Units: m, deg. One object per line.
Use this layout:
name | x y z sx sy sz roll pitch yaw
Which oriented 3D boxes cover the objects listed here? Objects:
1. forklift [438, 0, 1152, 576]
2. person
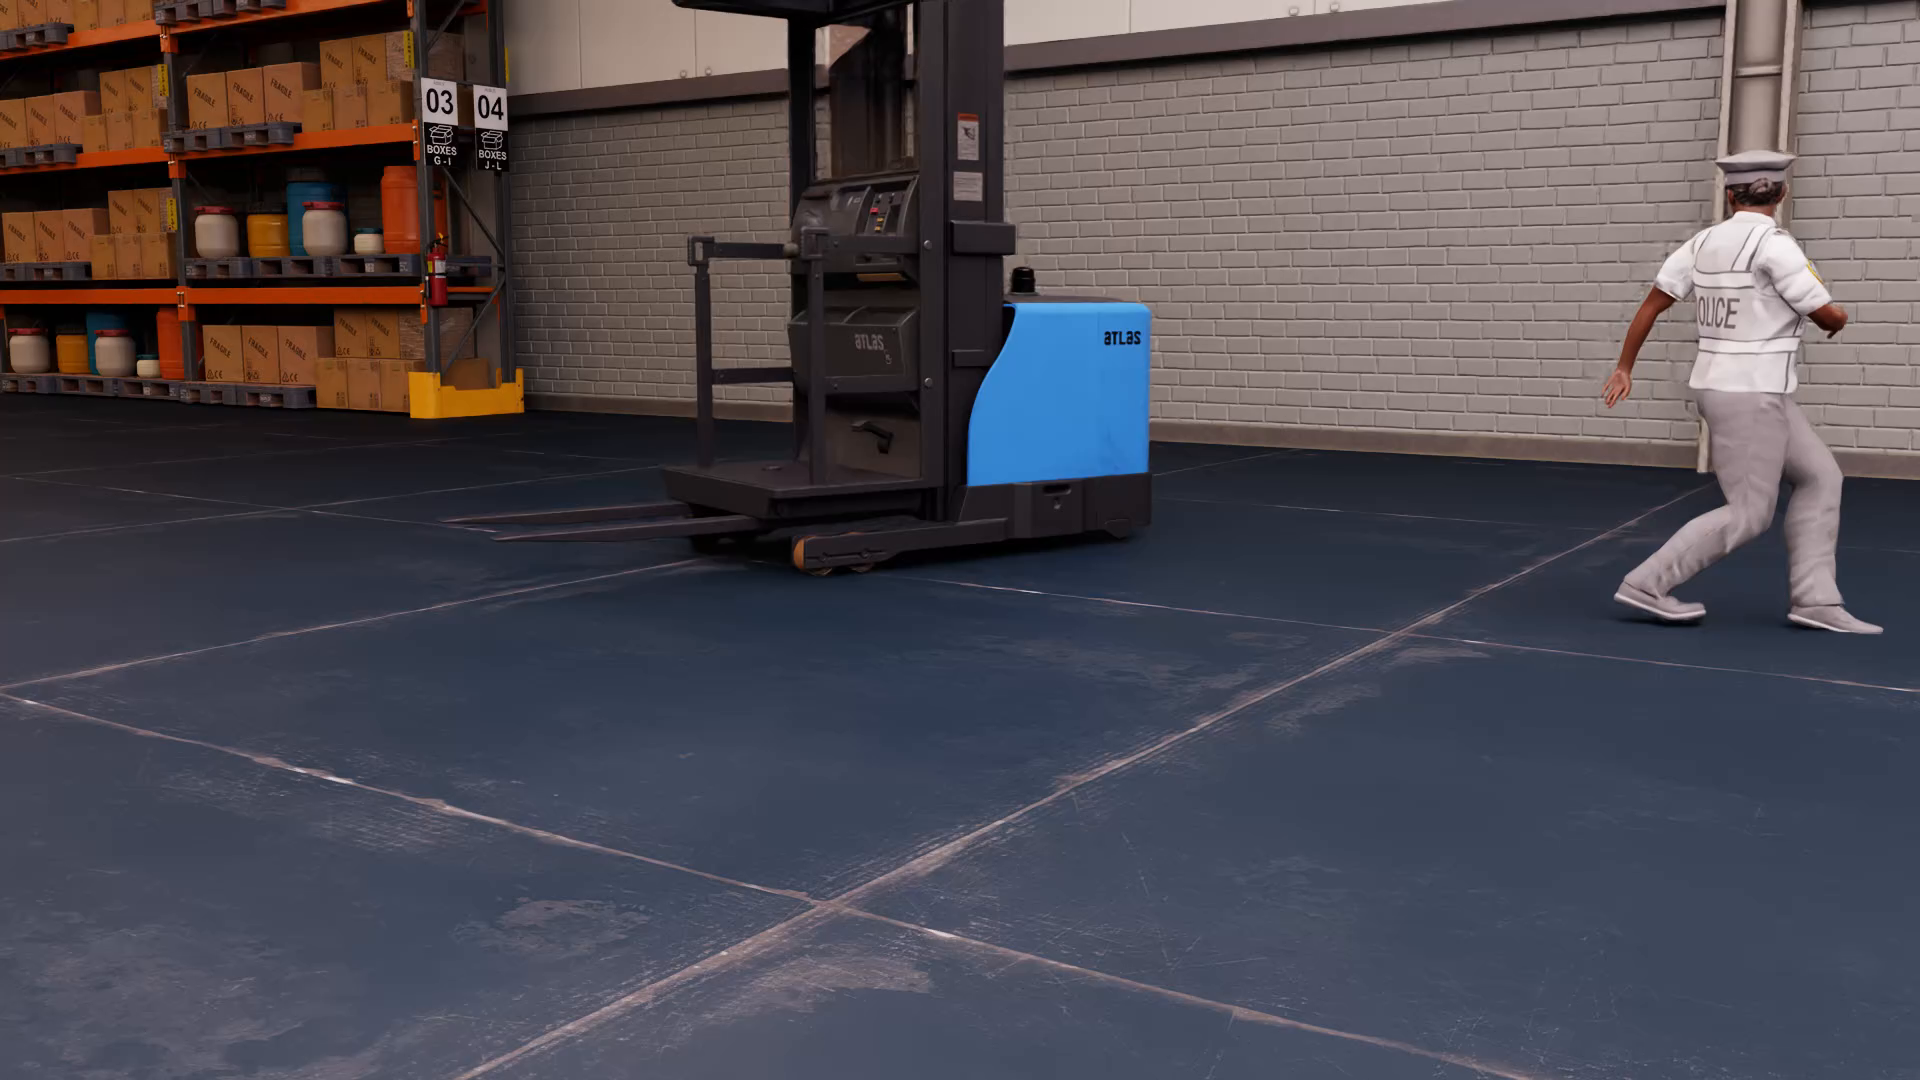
forklift | -0.626 -1.390 6.971 3.031 2.935 1.130 -6 10 -34
person | 2.619 -0.478 5.508 0.888 1.596 0.470 2 8 12
